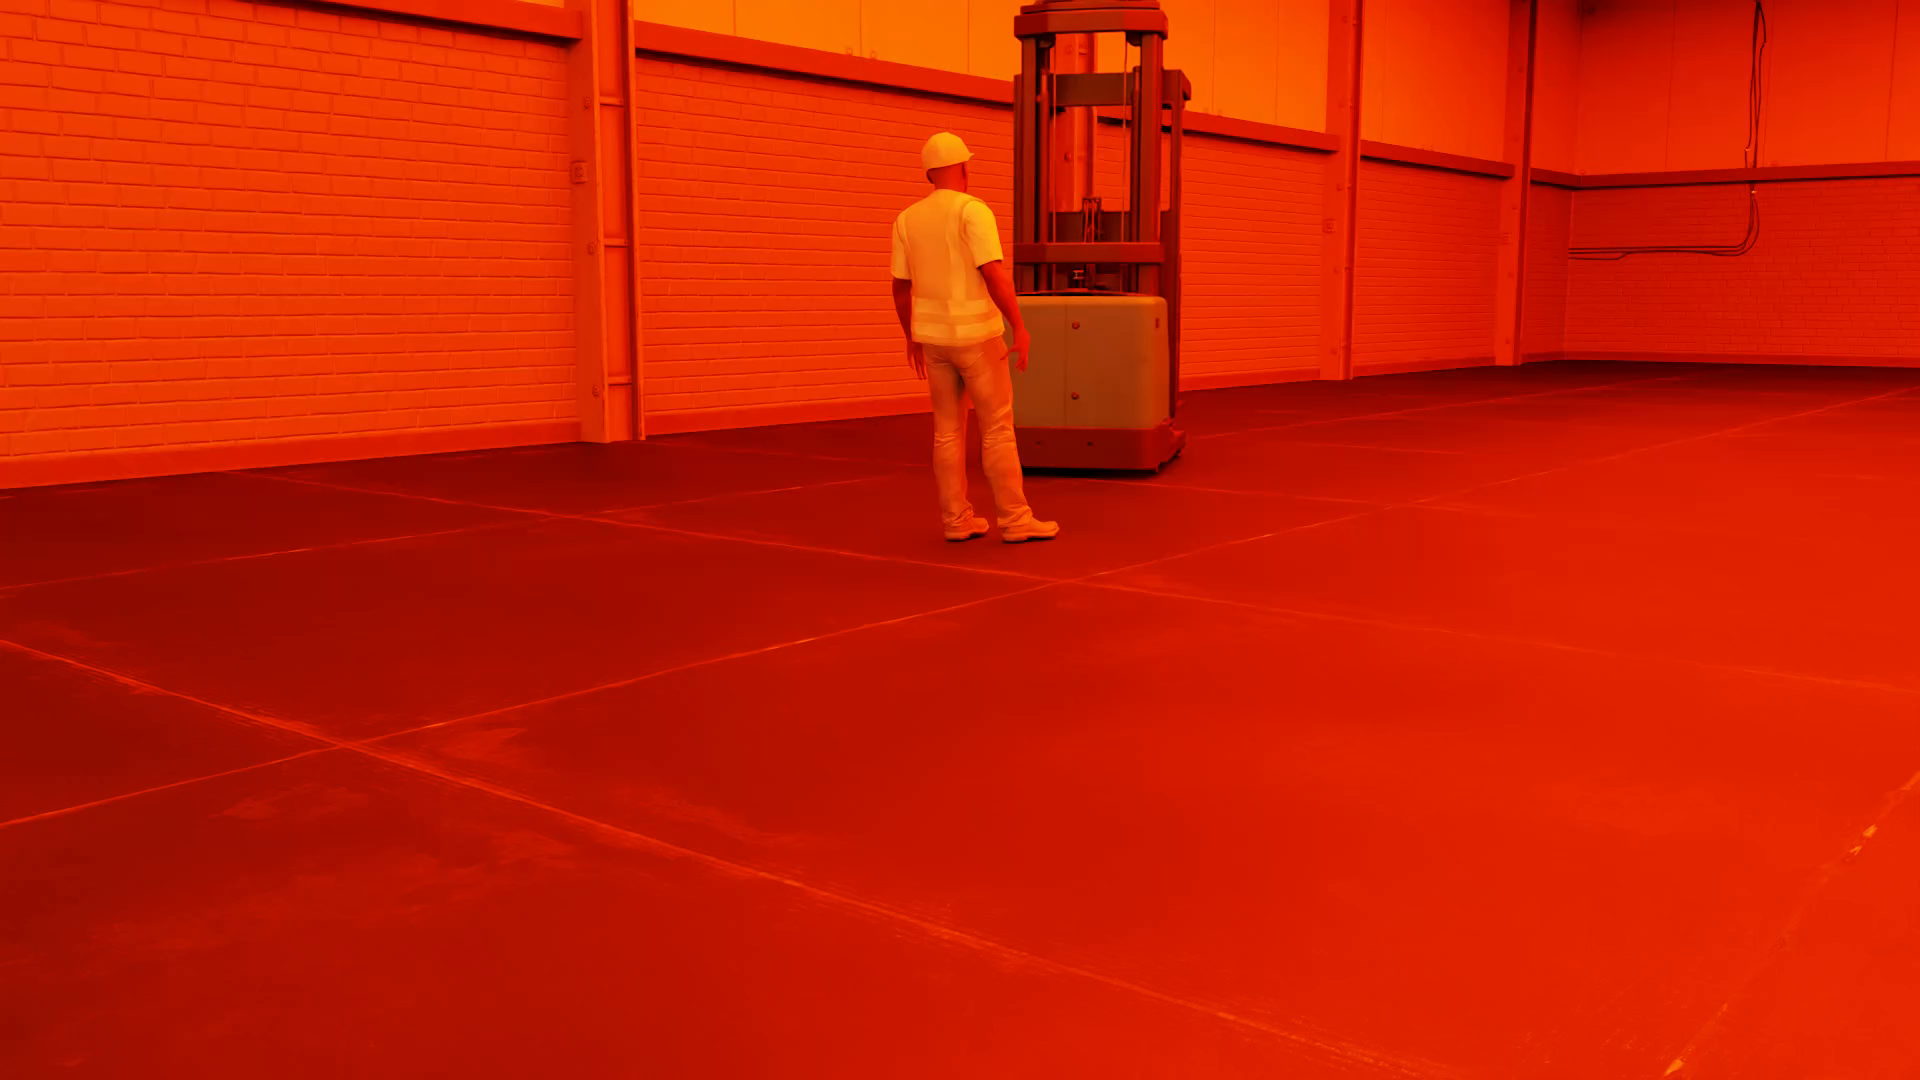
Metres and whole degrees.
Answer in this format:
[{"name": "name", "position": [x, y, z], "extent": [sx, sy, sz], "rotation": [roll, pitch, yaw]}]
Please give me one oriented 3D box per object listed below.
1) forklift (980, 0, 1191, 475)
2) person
[{"name": "forklift", "position": [0.939, -2.017, 11.066], "extent": [1.130, 2.935, 3.031], "rotation": [2, 9, 12]}, {"name": "person", "position": [0.049, -0.888, 7.325], "extent": [0.665, 1.765, 0.577], "rotation": [7, 11, 38]}]
